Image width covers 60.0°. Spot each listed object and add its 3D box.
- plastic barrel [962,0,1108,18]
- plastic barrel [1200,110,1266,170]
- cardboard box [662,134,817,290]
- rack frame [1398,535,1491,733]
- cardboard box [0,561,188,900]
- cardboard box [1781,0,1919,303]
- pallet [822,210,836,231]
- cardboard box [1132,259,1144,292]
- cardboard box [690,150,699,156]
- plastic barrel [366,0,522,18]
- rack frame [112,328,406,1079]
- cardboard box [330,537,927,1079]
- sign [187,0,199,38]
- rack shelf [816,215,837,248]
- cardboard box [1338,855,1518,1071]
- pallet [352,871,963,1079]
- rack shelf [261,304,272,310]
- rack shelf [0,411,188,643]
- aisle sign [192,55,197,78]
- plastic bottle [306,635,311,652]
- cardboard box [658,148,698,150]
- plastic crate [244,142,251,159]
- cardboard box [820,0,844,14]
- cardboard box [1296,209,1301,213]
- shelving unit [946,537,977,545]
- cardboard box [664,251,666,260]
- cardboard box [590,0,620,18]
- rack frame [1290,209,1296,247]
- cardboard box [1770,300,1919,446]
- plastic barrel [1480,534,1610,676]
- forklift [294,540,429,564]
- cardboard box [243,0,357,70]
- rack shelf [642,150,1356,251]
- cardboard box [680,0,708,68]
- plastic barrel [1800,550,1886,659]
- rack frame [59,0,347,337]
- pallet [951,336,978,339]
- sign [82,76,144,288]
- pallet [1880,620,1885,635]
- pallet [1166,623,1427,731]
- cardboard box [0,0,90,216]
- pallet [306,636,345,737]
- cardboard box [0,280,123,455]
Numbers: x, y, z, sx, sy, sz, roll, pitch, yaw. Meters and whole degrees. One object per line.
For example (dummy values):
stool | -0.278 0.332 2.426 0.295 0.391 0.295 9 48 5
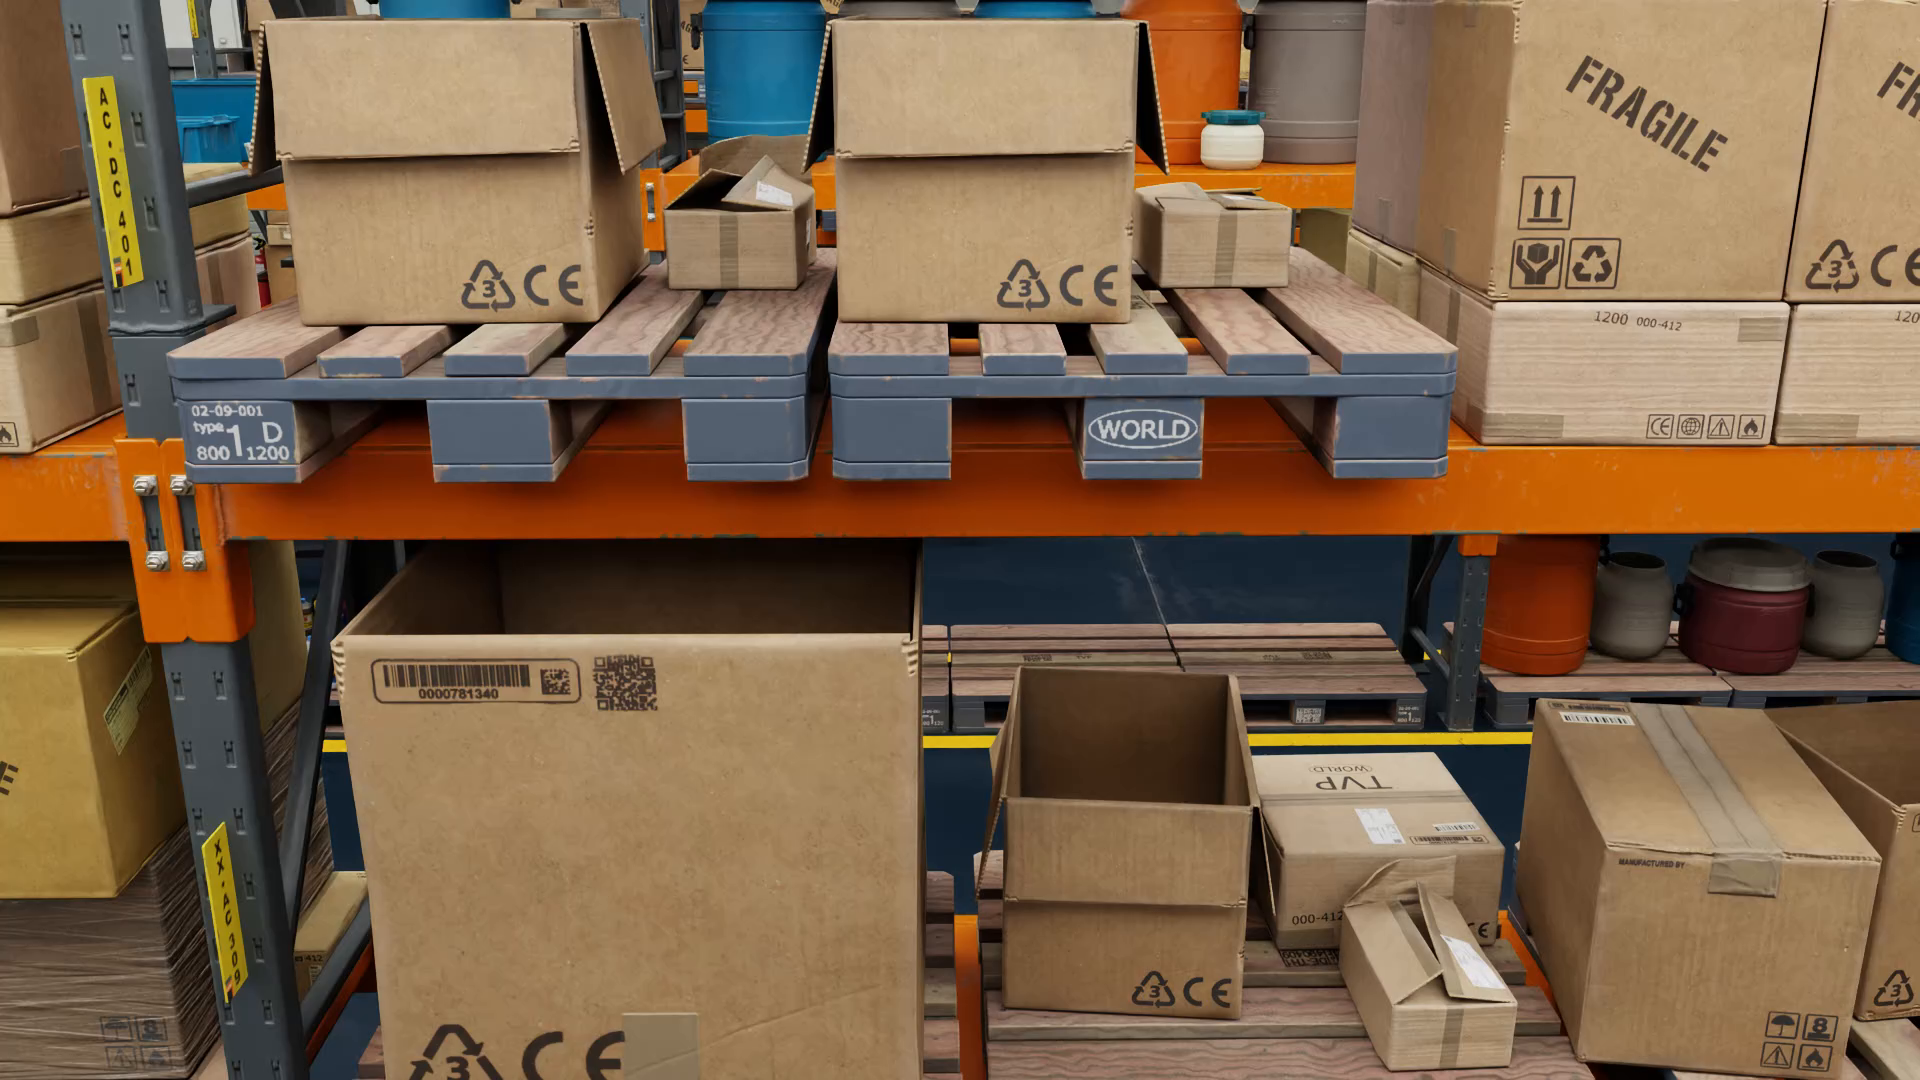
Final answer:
plastic barrel | 0.362 -2.320 8.138 0.708 0.901 0.600 0 18 -1
plastic barrel | 1.281 -1.882 7.820 0.301 0.262 0.301 0 18 0
cardboard box | -0.434 -0.665 3.331 0.258 0.266 0.396 0 18 1
rack frame | 2.549 -0.597 8.499 0.127 3.000 1.000 0 18 -1
cardboard box | -1.818 0.356 3.241 0.500 0.500 0.500 0 18 -1
cardboard box | 1.641 -0.714 2.970 0.500 0.500 0.500 0 18 -1
pallet | -0.841 -3.472 17.773 1.213 0.211 1.003 0 18 -1
cardboard box | 1.577 -2.123 13.399 0.500 0.311 0.500 0 18 -2
cardboard box | -1.969 -2.752 12.929 0.500 0.500 0.700 0 18 -1
plastic barrel | -2.448 -2.473 7.927 0.708 0.901 0.600 0 18 -1
rack frame | -1.373 0.935 3.723 0.127 3.000 1.000 0 18 -1
cardboard box | -0.576 0.488 3.446 1.000 1.000 1.000 0 18 0
sign | -5.522 -3.784 11.962 0.005 0.325 0.100 0 18 -1
rack shelf | 0.392 -3.271 18.011 4.000 0.370 1.077 0 18 -1
cardboard box | 0.964 0.870 3.457 0.258 0.266 0.396 -1 18 -2
pallet | -0.606 1.067 3.625 1.213 0.211 1.003 0 18 -1
rack shelf | -3.525 -1.739 13.235 4.000 0.370 1.077 0 18 -1
rack shelf | -3.372 -0.141 3.345 4.000 0.370 1.077 0 18 -1
aisle sign | -5.586 -3.216 12.405 0.004 0.787 0.394 0 18 -1
plastic bottle | -3.290 0.616 8.464 0.097 0.271 0.097 0 18 0
cardboard box | -3.096 -3.958 17.962 0.500 0.500 0.500 0 18 1
plastic crate | -3.049 -1.750 7.612 0.396 0.136 0.243 0 18 -1
cardboard box | -0.908 -3.996 12.512 0.500 0.500 0.500 0 18 0
cardboard box | 3.406 -3.746 17.630 0.500 0.500 0.500 0 18 1
shelving unit | 0.008 -0.429 11.410 0.210 0.900 0.258 0 18 -1
cardboard box | -2.496 -2.130 13.113 0.500 0.500 0.700 0 18 -1
cardboard box | -3.638 -5.630 17.442 0.500 0.500 0.500 0 18 -1
rack frame | 2.474 -2.110 13.215 0.127 3.000 1.000 0 18 -1
cardboard box | 1.659 -0.358 3.087 0.500 0.250 0.500 0 18 -1
plastic barrel | 3.037 0.229 8.790 0.708 0.830 0.600 0 18 -1
forklift | -3.255 -1.259 10.675 3.031 2.935 1.130 -2 18 -7
cardboard box | -4.950 -3.817 12.540 0.637 0.503 0.797 1 18 3
rack shelf | 0.549 -1.673 8.120 4.000 0.370 1.077 0 18 -1
cardboard box | -2.033 -3.911 12.839 0.500 0.500 0.500 1 18 4
plastic barrel | 4.730 0.344 8.949 0.421 0.512 0.421 0 18 0
rack frame | -1.373 -1.922 2.807 0.127 3.000 1.000 0 18 -1
pallet | 0.394 -2.287 18.331 1.213 0.211 1.003 0 18 -1
sign | -1.356 -0.574 2.669 0.005 0.325 0.100 0 18 -1
pallet | 5.776 0.702 9.013 1.213 0.211 1.003 0 18 -1
pallet | 1.773 0.722 8.950 1.213 0.211 1.003 0 18 -1
cardboard box | -1.819 -0.841 2.878 0.500 0.500 0.500 -1 18 -2
pallet | -3.346 0.747 8.873 1.213 0.211 1.003 0 18 -1
cardboard box | -1.824 -0.340 3.032 0.500 0.250 0.500 0 18 1
